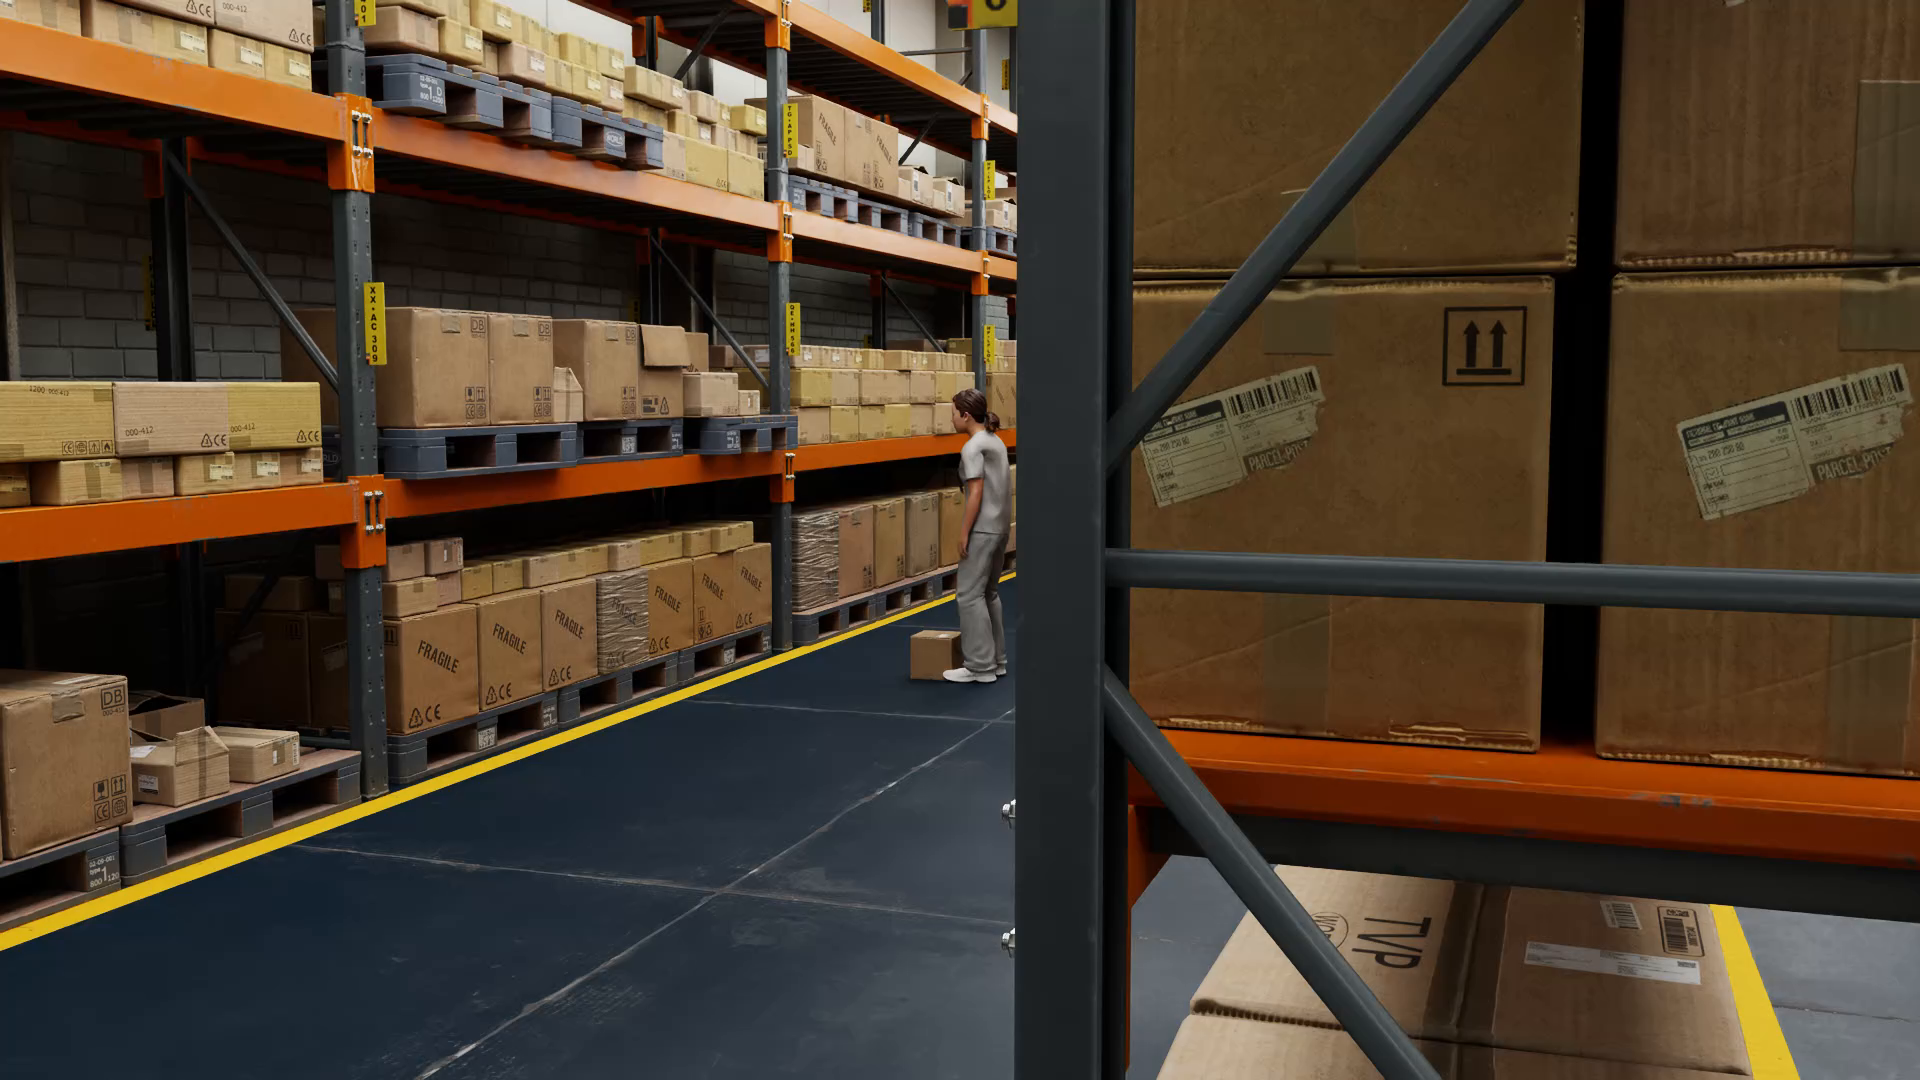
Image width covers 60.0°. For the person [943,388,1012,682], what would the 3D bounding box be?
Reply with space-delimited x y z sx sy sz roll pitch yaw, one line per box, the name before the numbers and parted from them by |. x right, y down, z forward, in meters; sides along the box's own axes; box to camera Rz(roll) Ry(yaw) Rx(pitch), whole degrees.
person | 0.109 -0.031 9.540 0.360 1.672 0.485 2 6 19
